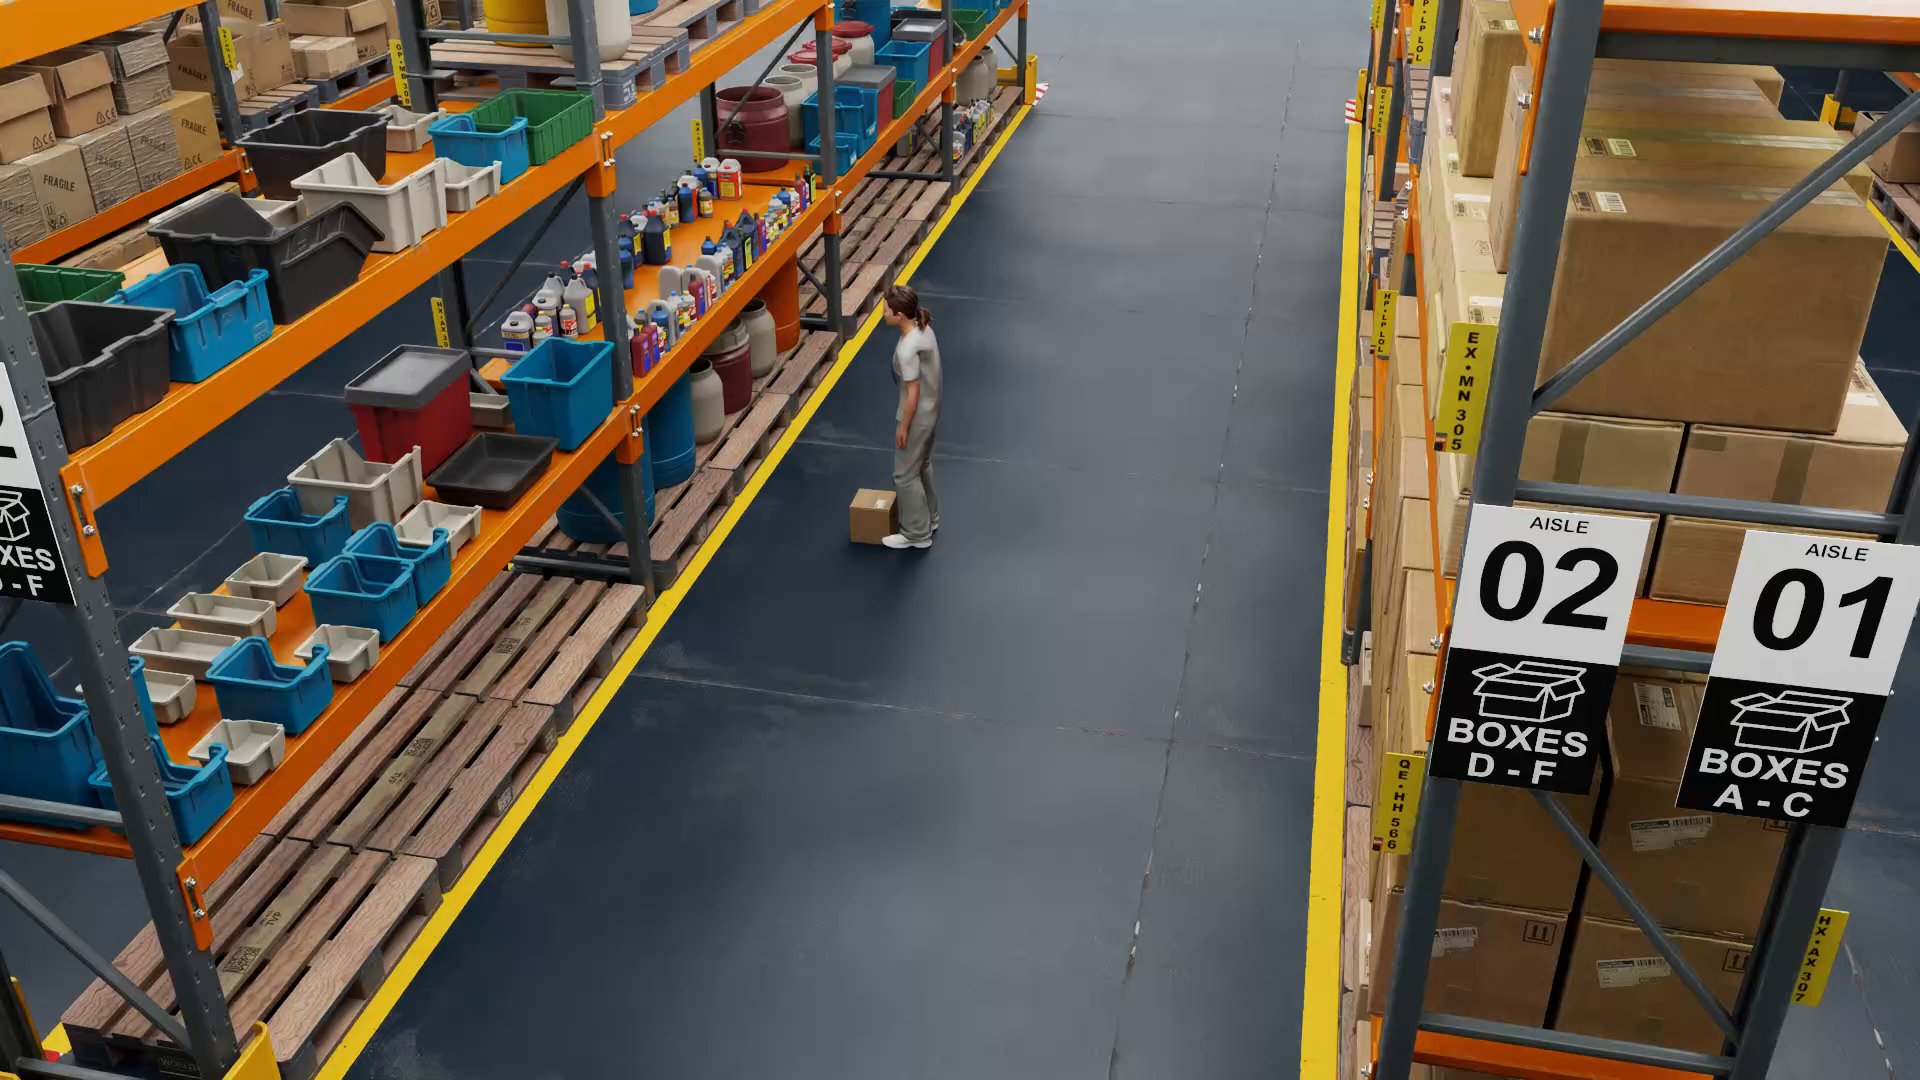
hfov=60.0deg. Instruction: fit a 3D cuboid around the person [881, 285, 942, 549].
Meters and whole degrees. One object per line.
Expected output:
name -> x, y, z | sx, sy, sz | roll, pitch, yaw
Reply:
person -> -0.288, -0.734, 9.966 | 0.360, 1.651, 0.514 | 4, 29, 8
